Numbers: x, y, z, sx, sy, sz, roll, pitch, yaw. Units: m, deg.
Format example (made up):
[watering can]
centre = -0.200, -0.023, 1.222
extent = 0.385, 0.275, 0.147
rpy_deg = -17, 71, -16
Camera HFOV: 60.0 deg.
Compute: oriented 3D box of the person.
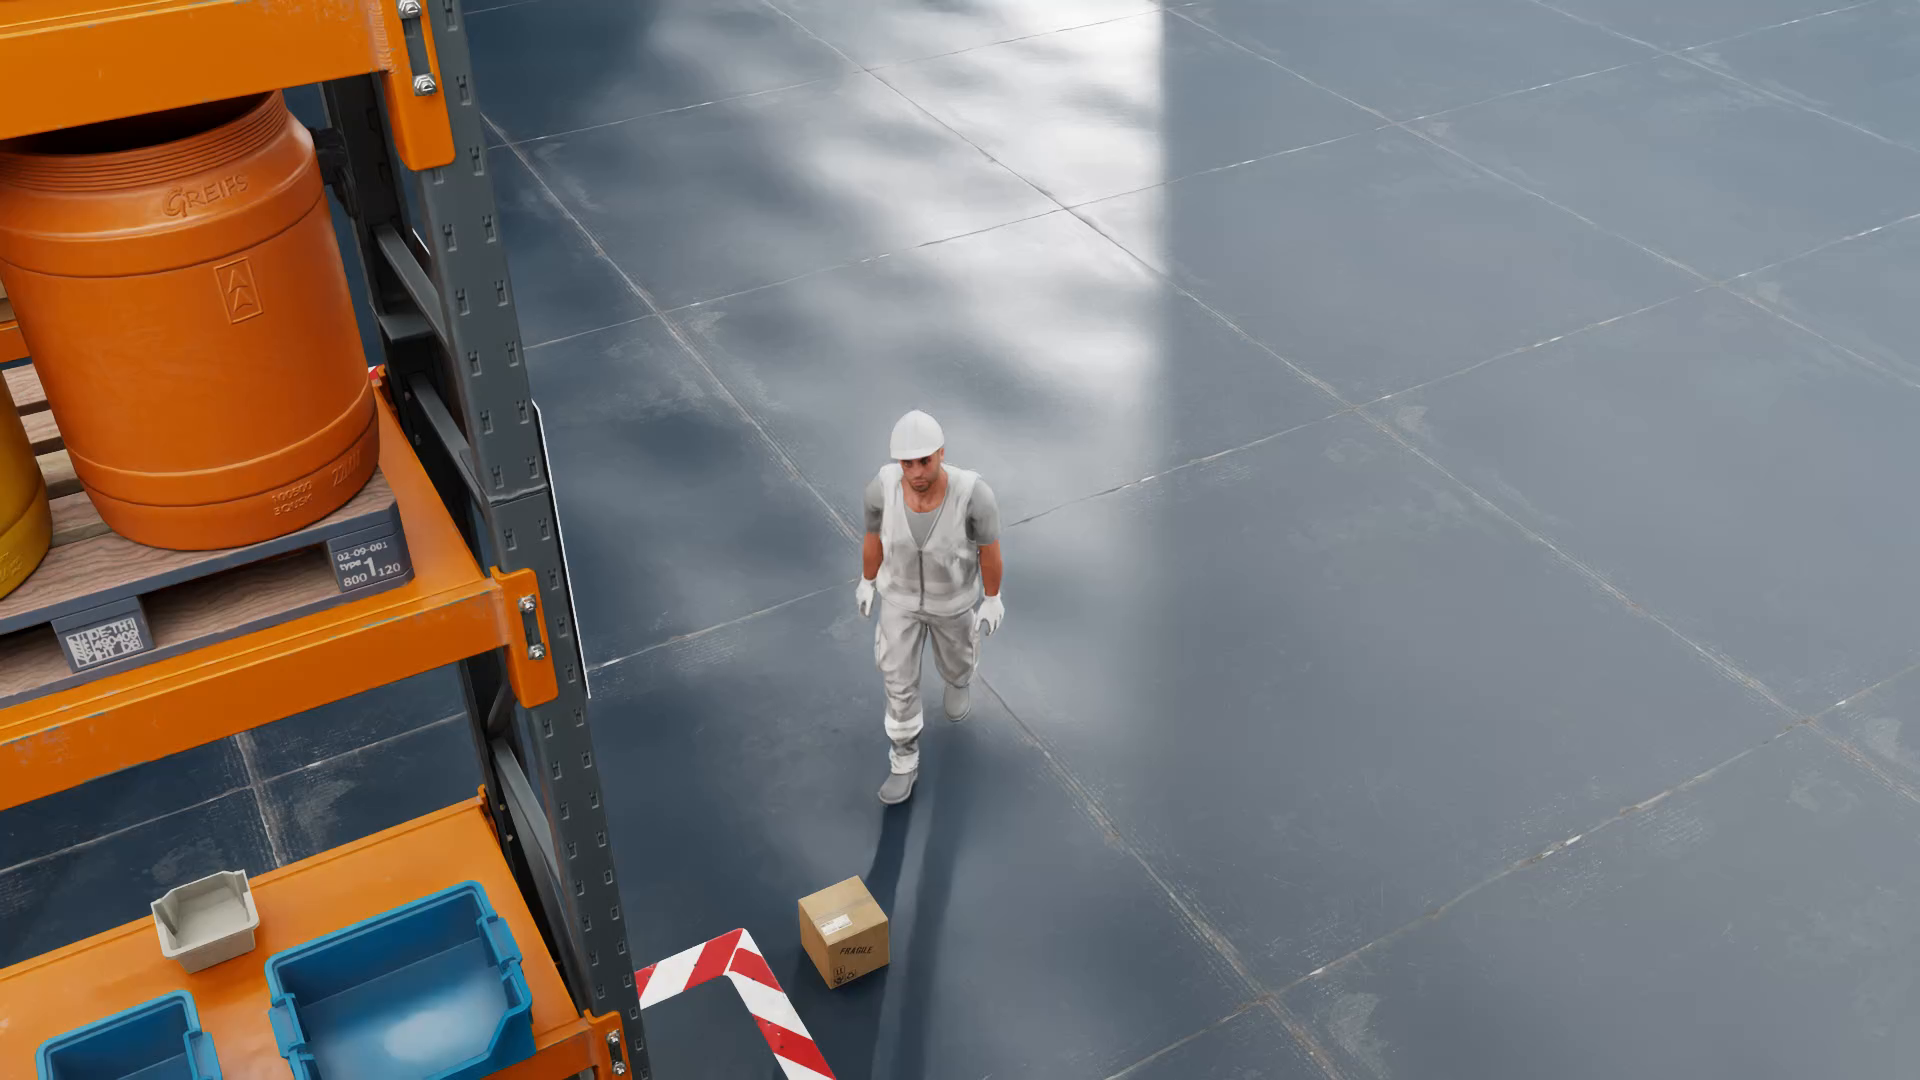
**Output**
[person]
centre = -0.124, 0.212, 6.630
extent = 0.611, 1.780, 0.806
rpy_deg = 4, 37, 6
